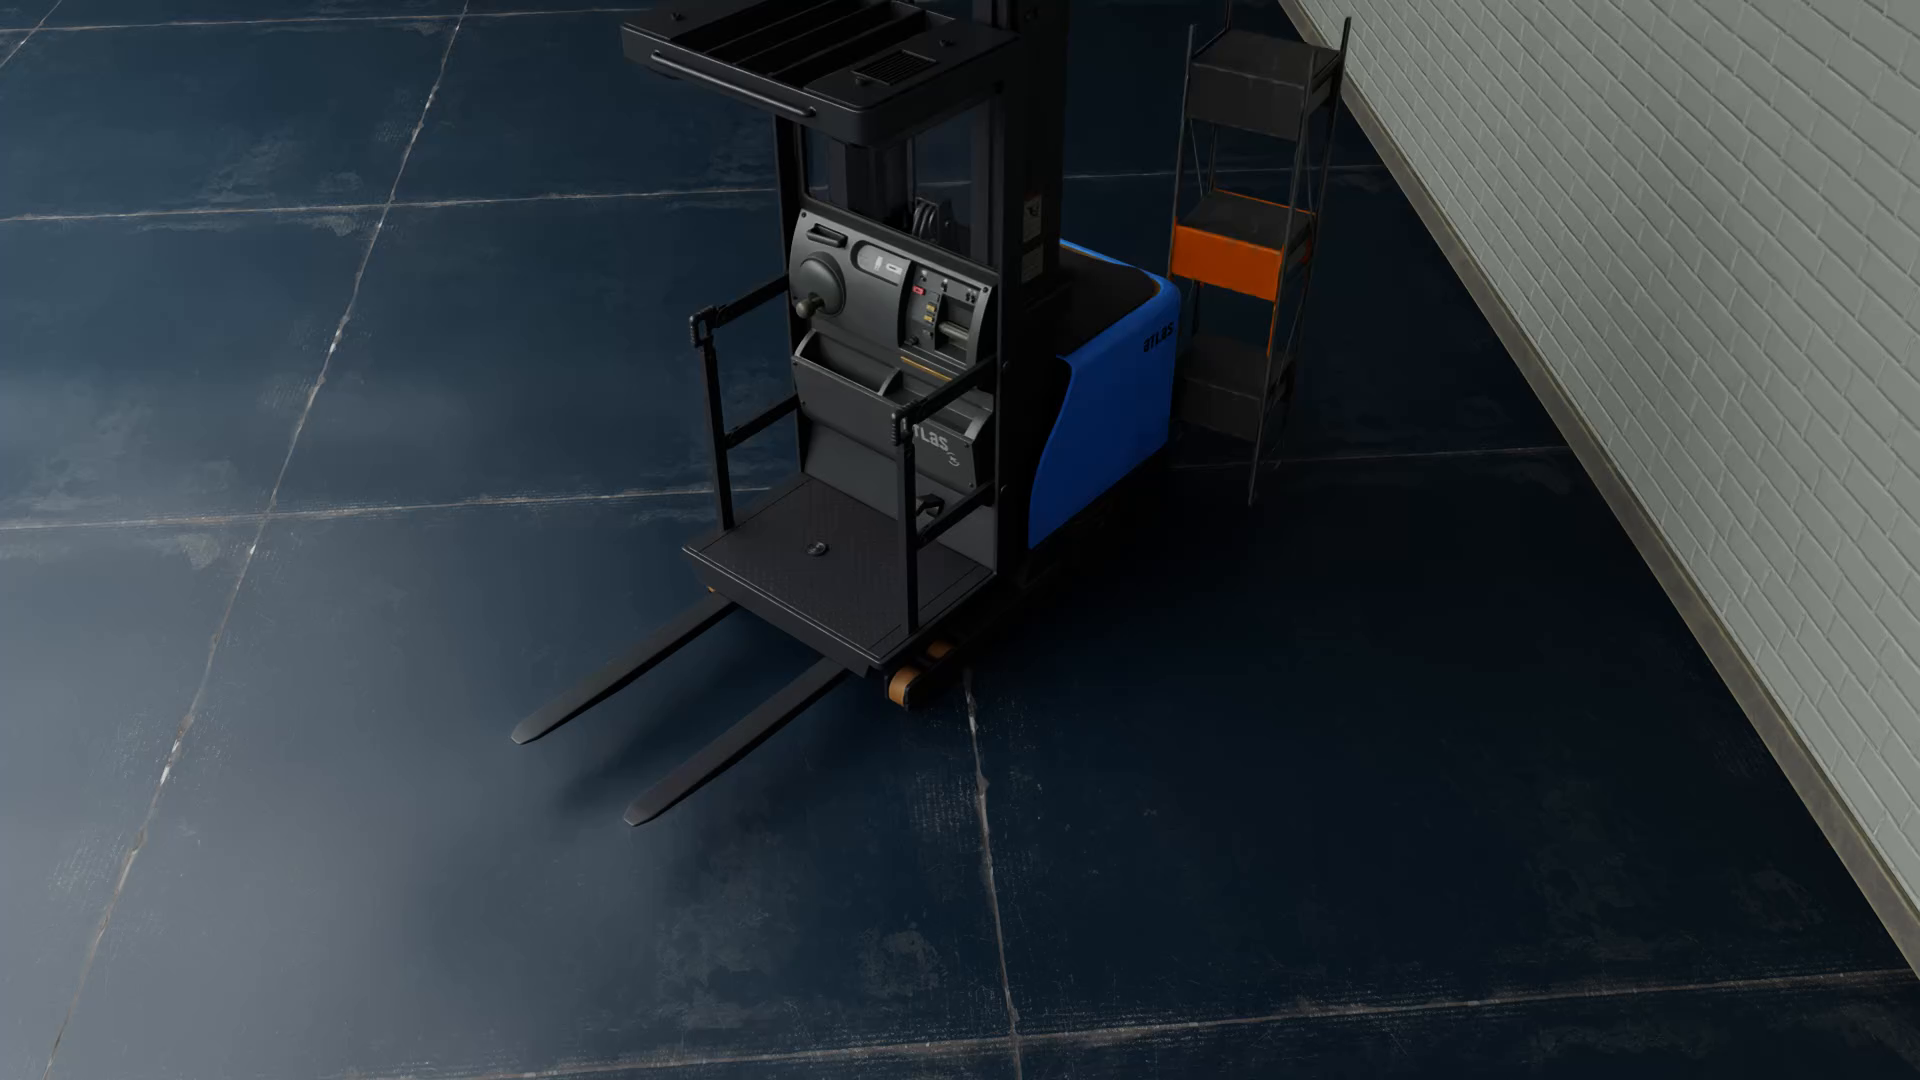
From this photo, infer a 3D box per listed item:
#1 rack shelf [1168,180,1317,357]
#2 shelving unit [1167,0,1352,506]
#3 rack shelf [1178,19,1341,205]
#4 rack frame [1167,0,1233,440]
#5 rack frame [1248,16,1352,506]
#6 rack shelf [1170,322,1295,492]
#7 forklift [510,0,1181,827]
[{"bbox_3d":[1.189,-1.154,7.036,0.480,0.518,0.431,20,42,23],"label":"rack shelf"},{"bbox_3d":[1.189,-1.164,7.028,0.503,2.100,0.431,20,42,23],"label":"shelving unit"},{"bbox_3d":[1.192,-1.704,6.604,0.480,0.518,0.431,20,42,23],"label":"rack shelf"},{"bbox_3d":[0.977,-1.241,7.123,0.015,2.100,0.400,20,42,23],"label":"rack frame"},{"bbox_3d":[1.400,-1.088,6.932,0.015,2.100,0.400,20,42,23],"label":"rack frame"},{"bbox_3d":[1.185,-0.603,7.469,0.480,0.518,0.431,20,42,23],"label":"rack shelf"},{"bbox_3d":[-0.399,-0.854,5.966,1.130,2.935,3.031,27,46,30],"label":"forklift"}]
